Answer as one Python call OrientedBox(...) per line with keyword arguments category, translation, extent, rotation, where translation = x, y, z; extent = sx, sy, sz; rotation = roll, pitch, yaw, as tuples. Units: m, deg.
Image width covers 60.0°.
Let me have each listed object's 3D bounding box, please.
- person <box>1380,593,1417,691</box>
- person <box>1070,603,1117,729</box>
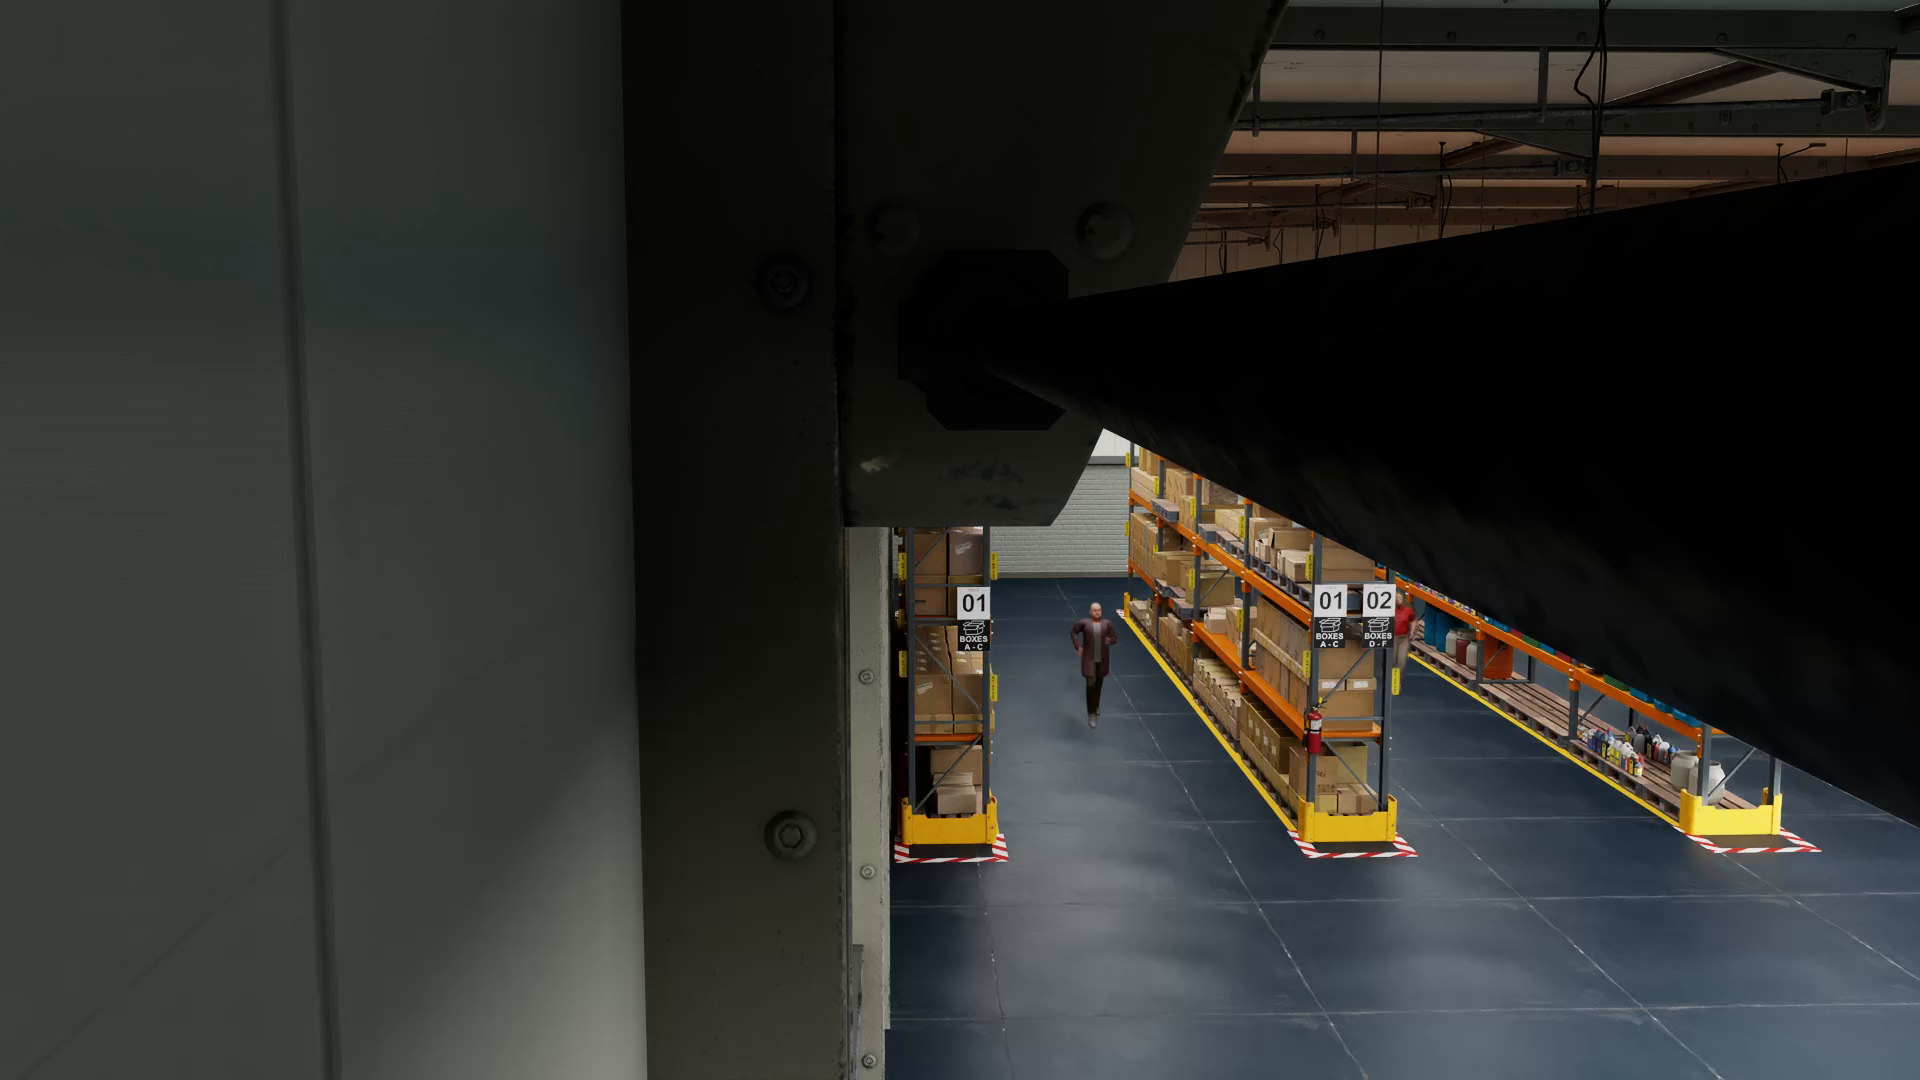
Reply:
OrientedBox(category="person", translation=(7.692, 1.769, 29.246), extent=(0.662, 1.700, 0.685), rotation=(1, 7, 5))
OrientedBox(category="person", translation=(2.086, 1.913, 25.629), extent=(0.682, 1.896, 0.779), rotation=(-1, 7, -10))
